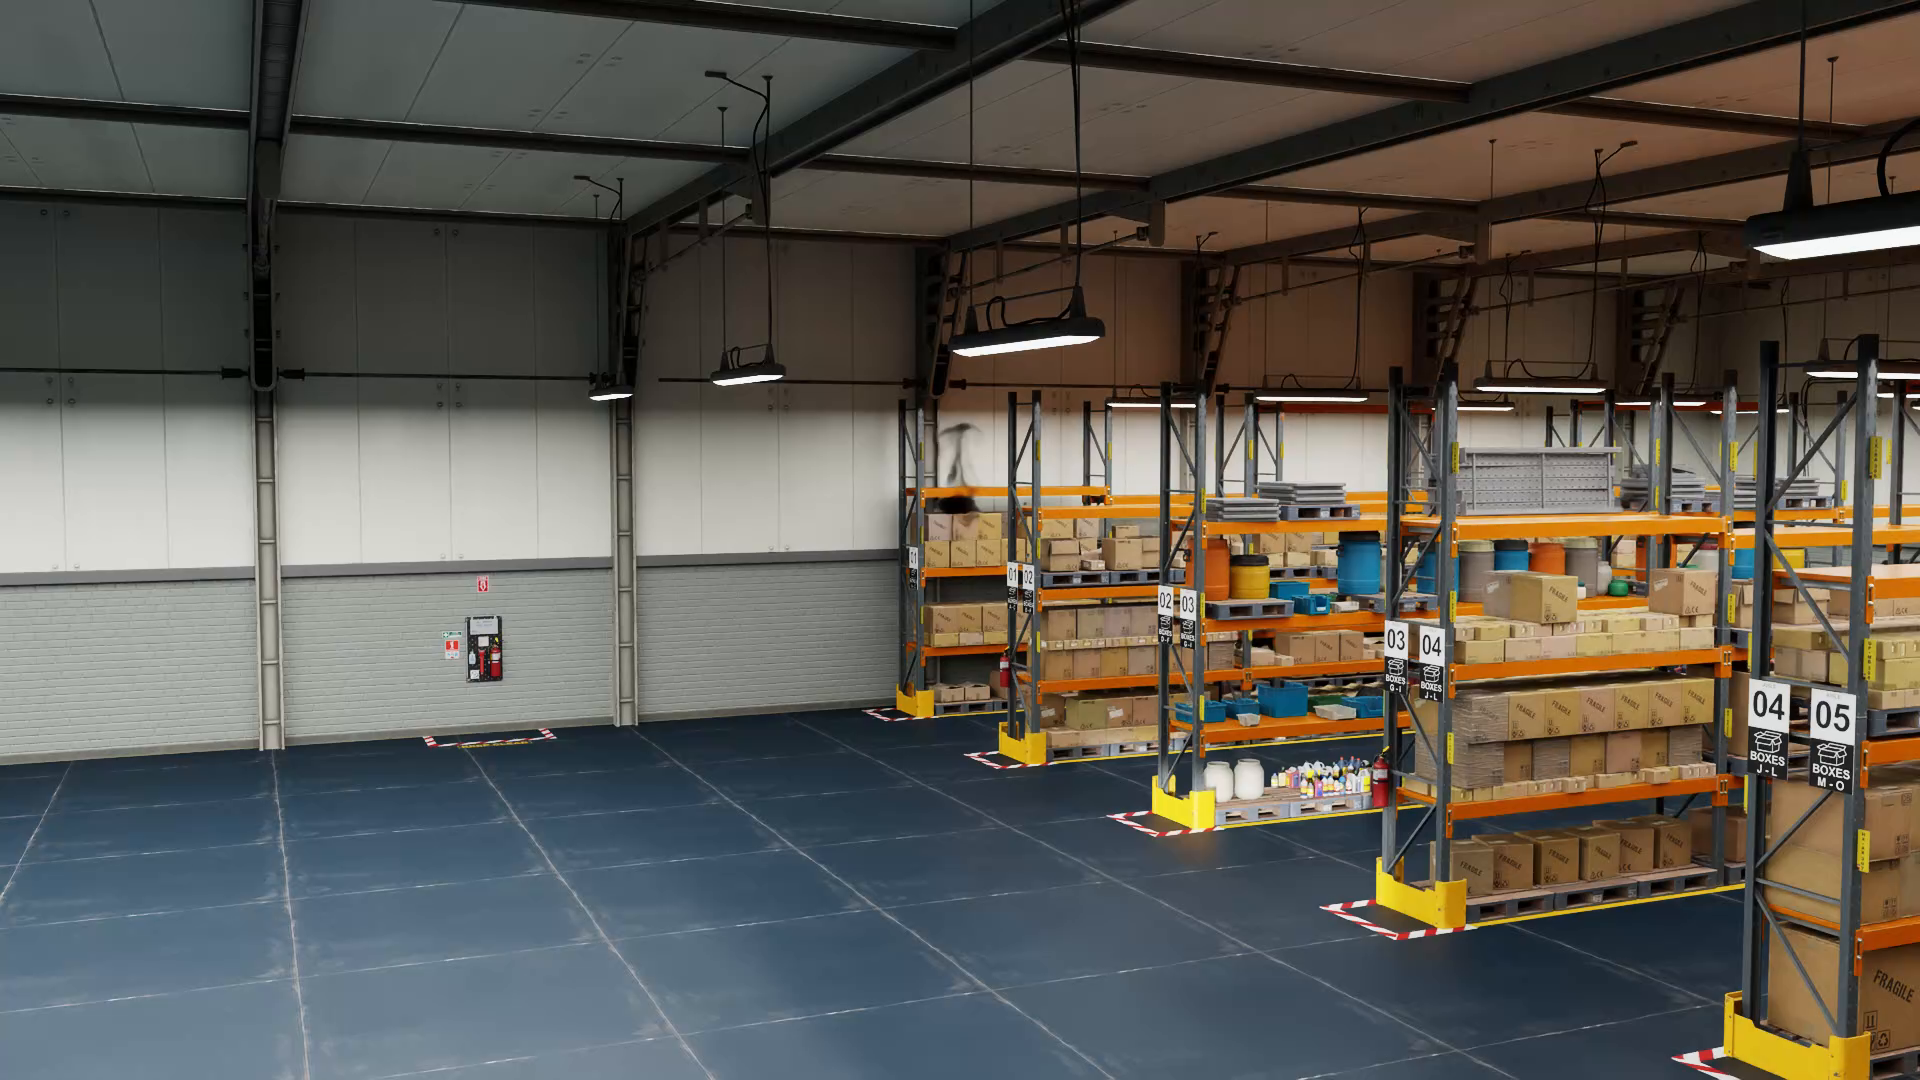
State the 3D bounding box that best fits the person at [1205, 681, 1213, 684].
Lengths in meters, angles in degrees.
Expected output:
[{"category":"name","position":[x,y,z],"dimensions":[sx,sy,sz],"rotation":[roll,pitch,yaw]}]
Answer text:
[{"category":"person","position":[4.653,2.535,30.949],"dimensions":[0.758,1.628,0.588],"rotation":[-2,4,-30]}]
